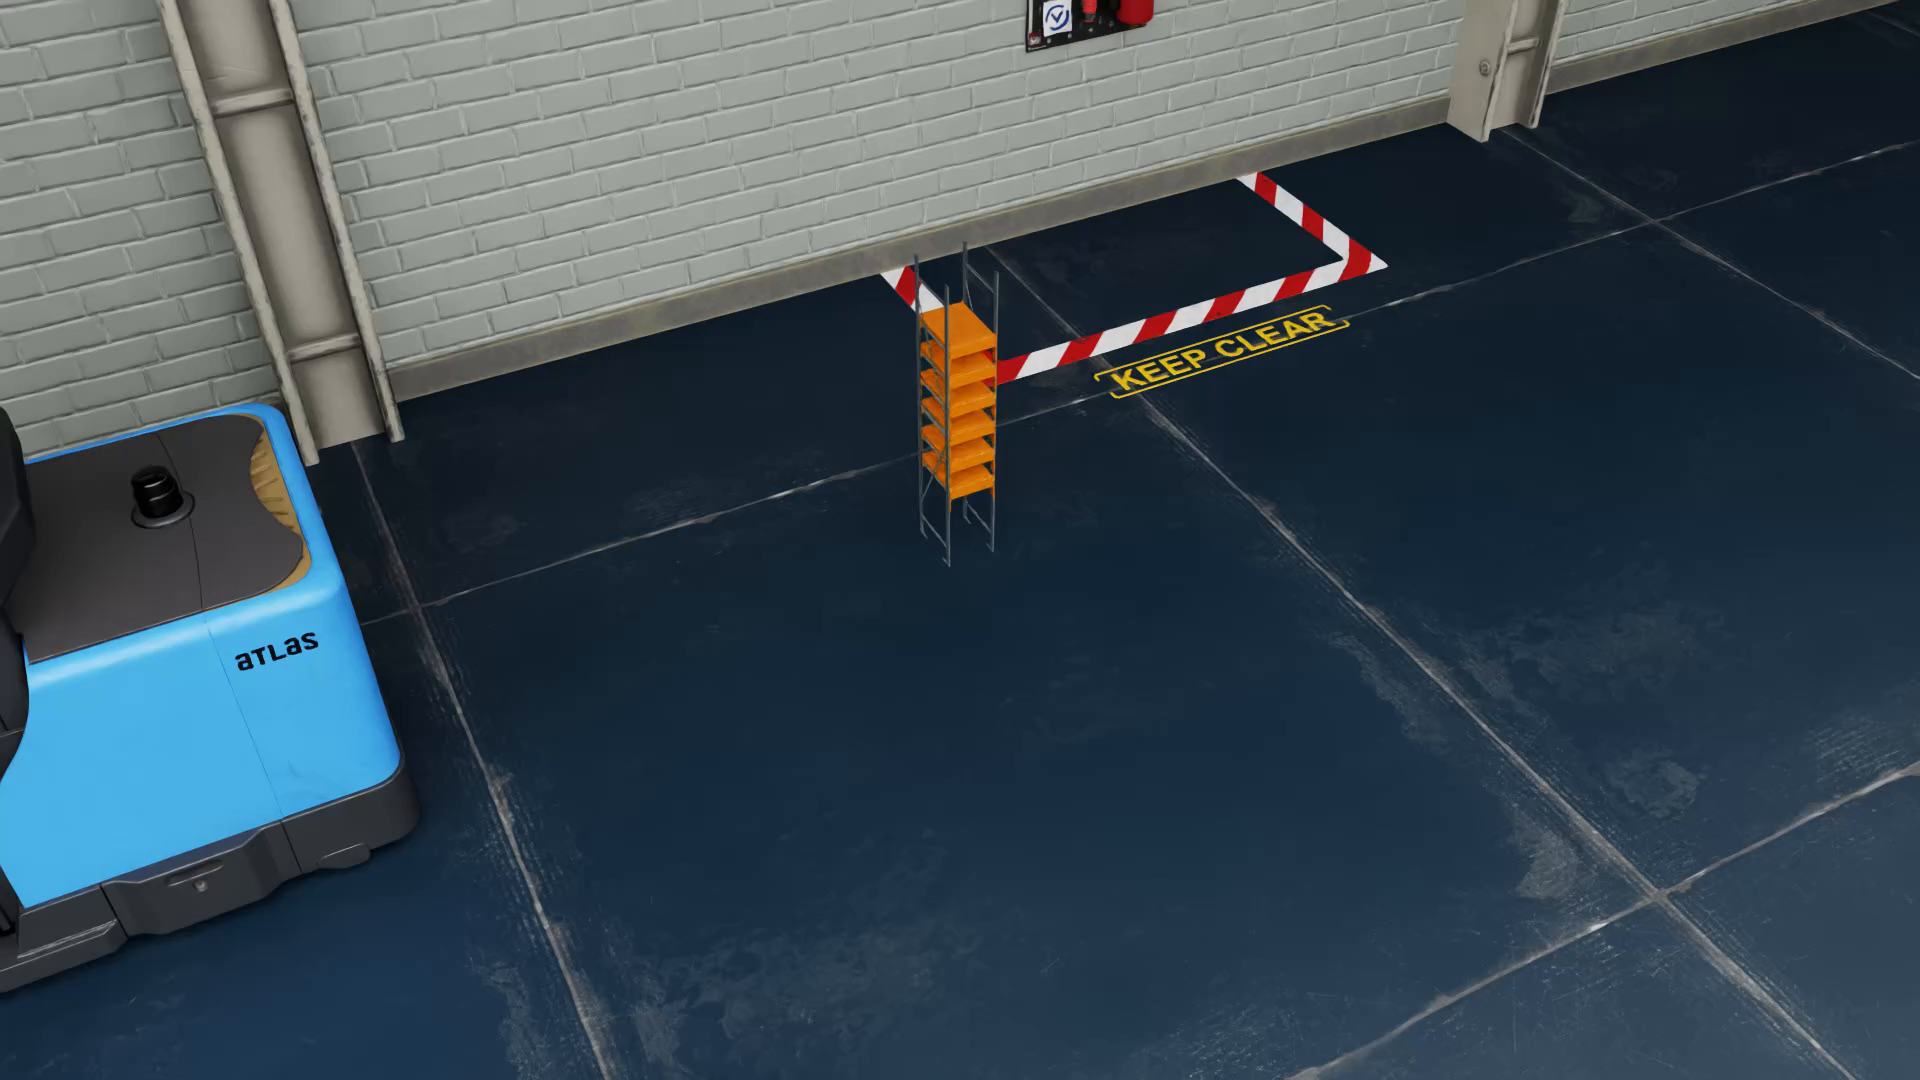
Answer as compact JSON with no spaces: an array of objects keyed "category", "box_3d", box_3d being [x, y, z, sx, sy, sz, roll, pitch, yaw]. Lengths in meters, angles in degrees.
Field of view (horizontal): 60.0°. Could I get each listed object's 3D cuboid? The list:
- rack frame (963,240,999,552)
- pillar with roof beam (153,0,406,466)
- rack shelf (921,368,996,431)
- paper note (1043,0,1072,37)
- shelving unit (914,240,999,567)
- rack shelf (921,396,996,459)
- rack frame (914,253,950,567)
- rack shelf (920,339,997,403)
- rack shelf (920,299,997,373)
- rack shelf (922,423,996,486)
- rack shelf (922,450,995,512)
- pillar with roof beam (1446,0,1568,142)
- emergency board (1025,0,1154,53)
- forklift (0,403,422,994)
[{"category":"rack frame","box_3d":[0.068,-0.481,5.889,0.006,1.200,0.240,-19,44,-21]},{"category":"pillar with roof beam","box_3d":[-0.502,-1.405,0.945,0.400,9.000,9.100,-19,44,-21]},{"category":"rack shelf","box_3d":[-0.013,-0.511,5.808,0.180,0.103,0.258,-19,44,-21]},{"category":"paper note","box_3d":[0.432,-2.308,7.337,0.142,0.148,0.016,-19,44,-21]},{"category":"shelving unit","box_3d":[-0.013,-0.454,5.857,0.189,1.200,0.258,-19,44,-21]},{"category":"rack shelf","box_3d":[-0.013,-0.420,5.886,0.180,0.103,0.258,-19,44,-21]},{"category":"rack frame","box_3d":[-0.094,-0.426,5.825,0.006,1.200,0.240,-19,44,-21]},{"category":"rack shelf","box_3d":[-0.013,-0.603,5.731,0.180,0.103,0.258,-19,44,-21]},{"category":"rack shelf","box_3d":[-0.013,-0.694,5.653,0.180,0.103,0.258,-19,44,-21]},{"category":"rack shelf","box_3d":[-0.013,-0.328,5.963,0.180,0.103,0.258,-19,44,-21]},{"category":"rack shelf","box_3d":[-0.013,-0.237,6.041,0.180,0.103,0.258,-19,44,-21]},{"category":"pillar with roof beam","box_3d":[4.819,-3.196,3.061,0.400,9.000,9.100,-19,44,-21]},{"category":"emergency board","box_3d":[0.621,-2.658,7.068,0.643,1.169,0.194,-19,44,-21]},{"category":"forklift","box_3d":[-3.210,-0.023,4.009,3.031,2.935,1.130,-19,44,-21]}]
